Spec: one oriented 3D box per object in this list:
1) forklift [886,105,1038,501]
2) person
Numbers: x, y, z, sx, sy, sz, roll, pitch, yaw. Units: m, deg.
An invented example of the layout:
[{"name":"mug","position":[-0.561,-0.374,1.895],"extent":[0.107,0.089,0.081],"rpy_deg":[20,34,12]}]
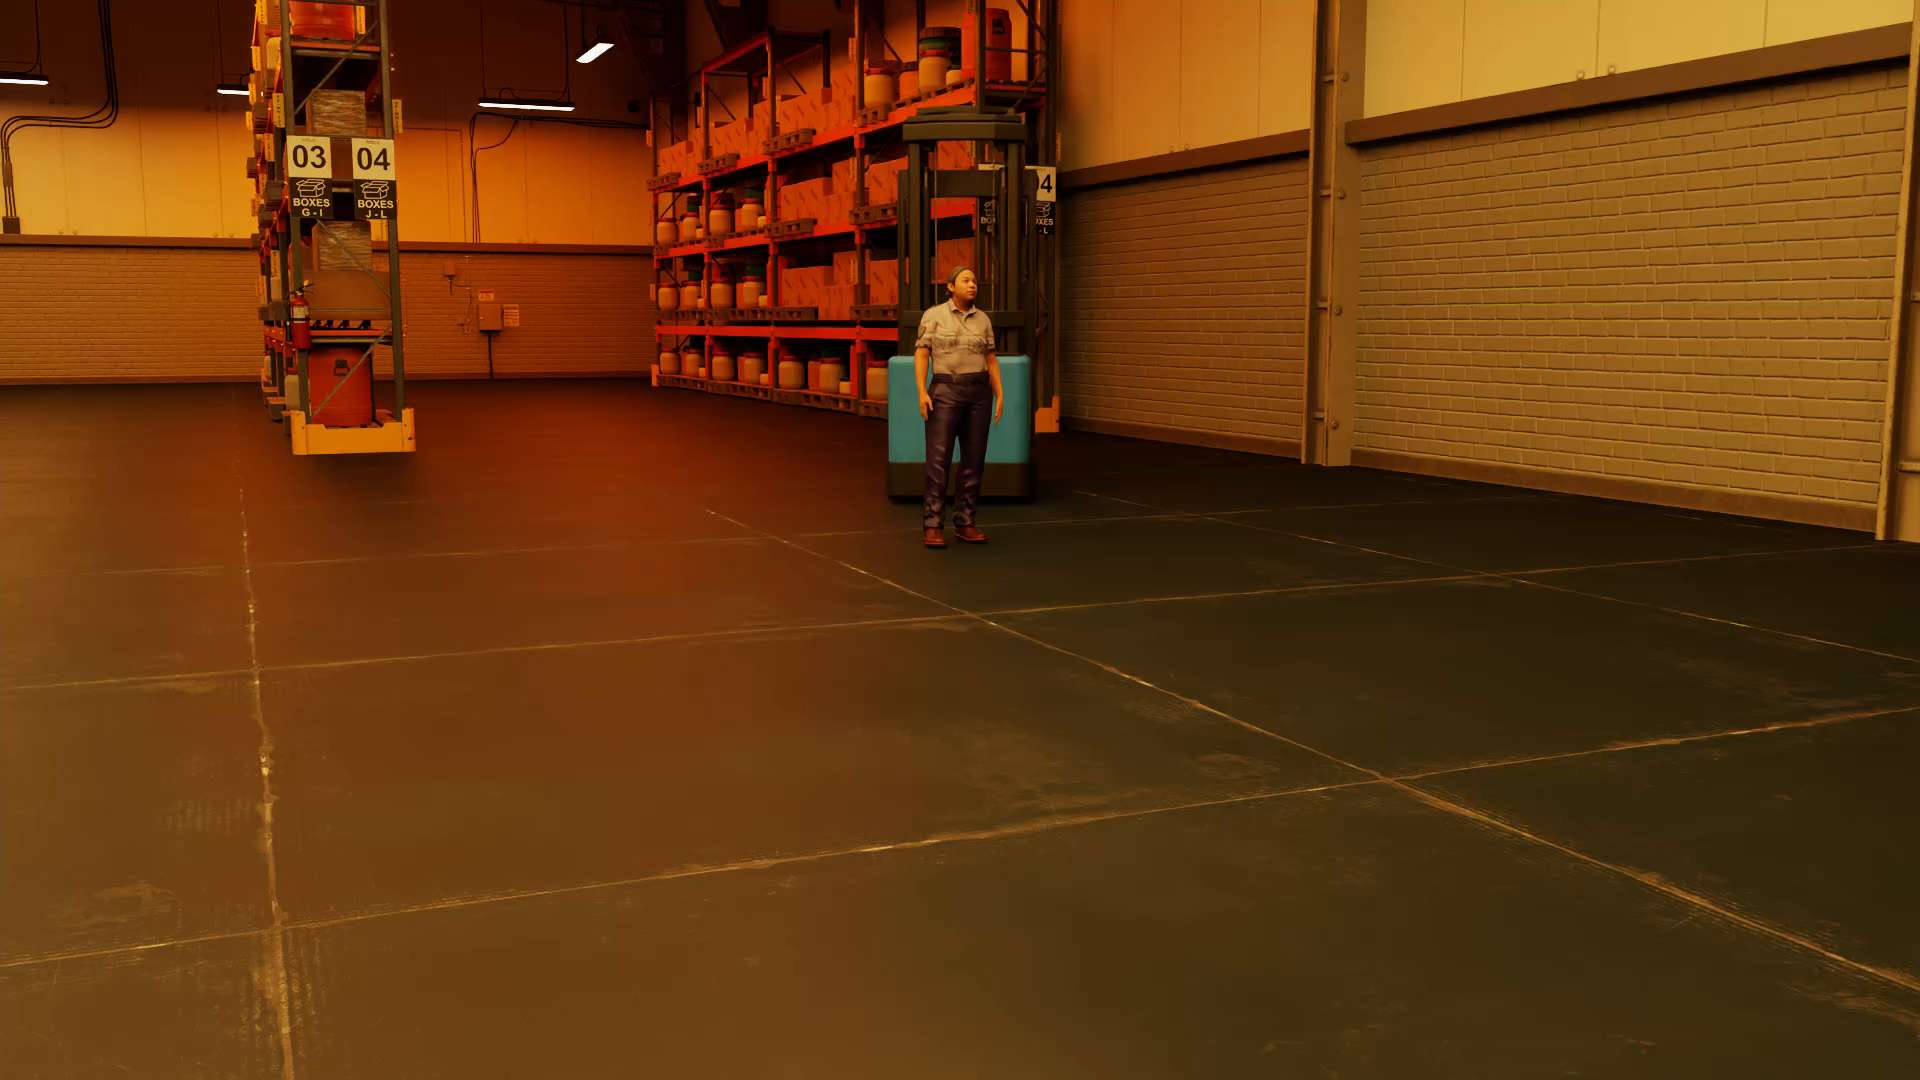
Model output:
[{"name":"forklift","position":[0.070,-1.898,13.340],"extent":[1.130,2.935,3.031],"rpy_deg":[0,8,3]},{"name":"person","position":[0.015,-0.812,9.955],"extent":[0.599,1.650,0.503],"rpy_deg":[-3,8,-23]}]
